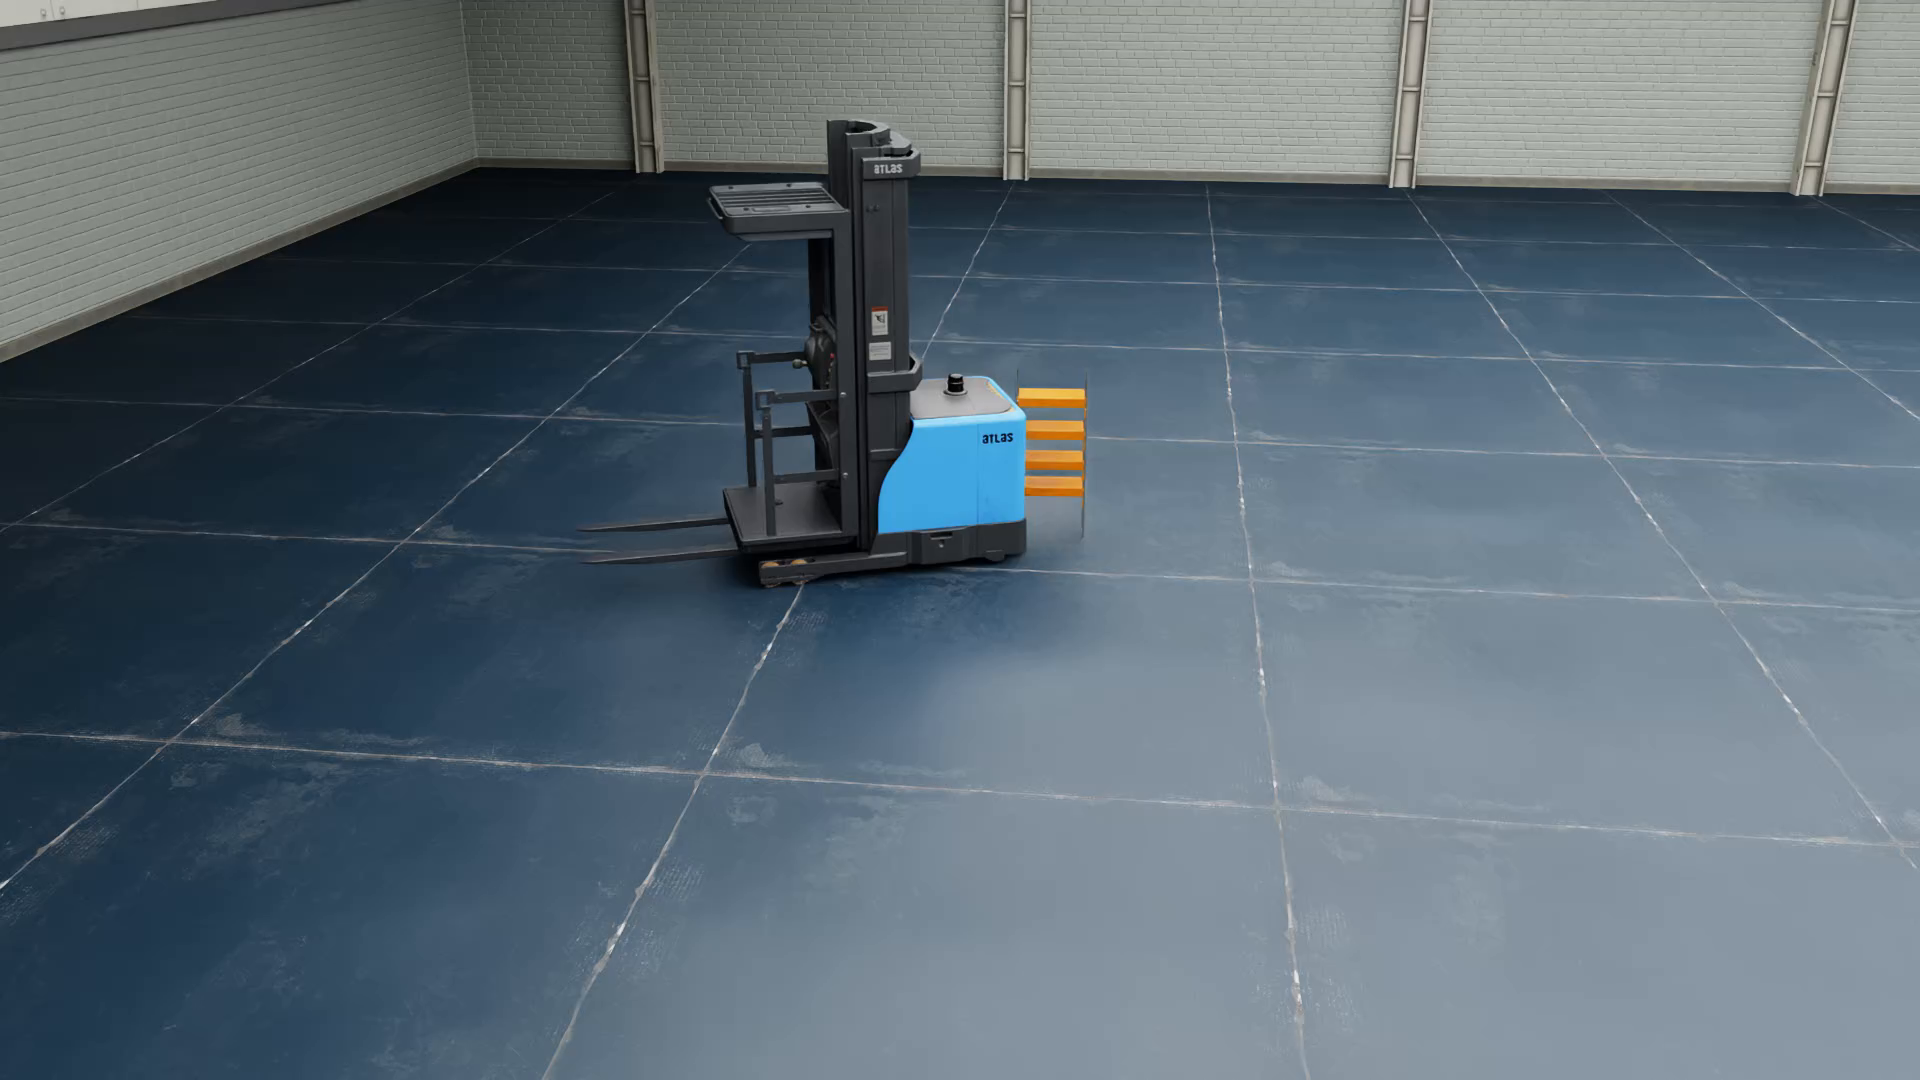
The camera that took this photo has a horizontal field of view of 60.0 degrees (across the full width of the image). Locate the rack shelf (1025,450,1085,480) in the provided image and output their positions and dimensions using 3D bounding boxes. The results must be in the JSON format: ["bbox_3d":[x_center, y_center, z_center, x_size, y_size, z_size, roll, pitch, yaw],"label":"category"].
[{"bbox_3d":[0.643,-0.540,11.856,0.480,0.148,0.258,1,22,2],"label":"rack shelf"}]

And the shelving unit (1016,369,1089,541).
[{"bbox_3d":[0.643,-0.602,11.832,0.503,1.200,0.258,1,22,2],"label":"shelving unit"}]

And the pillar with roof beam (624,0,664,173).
[{"bbox_3d":[-5.567,-8.637,21.546,0.400,9.000,9.100,2,22,6],"label":"pillar with roof beam"}]

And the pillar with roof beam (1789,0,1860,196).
[{"bbox_3d":[12.308,-7.858,19.576,0.400,9.000,9.100,2,22,6],"label":"pillar with roof beam"}]

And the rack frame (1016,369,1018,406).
[{"bbox_3d":[0.399,-0.606,11.842,0.015,1.200,0.240,1,22,2],"label":"rack frame"}]

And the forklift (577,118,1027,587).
[{"bbox_3d":[-1.113,-1.261,11.143,3.031,2.935,1.130,-5,22,-13],"label":"forklift"}]

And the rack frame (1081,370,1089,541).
[{"bbox_3d":[0.887,-0.598,11.821,0.015,1.200,0.240,1,22,2],"label":"rack frame"}]

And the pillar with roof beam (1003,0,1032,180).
[{"bbox_3d":[0.391,-8.377,20.889,0.400,9.000,9.100,2,22,6],"label":"pillar with roof beam"}]

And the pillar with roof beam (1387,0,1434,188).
[{"bbox_3d":[6.350,-8.118,20.233,0.400,9.000,9.100,2,22,6],"label":"pillar with roof beam"}]

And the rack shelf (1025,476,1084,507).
[{"bbox_3d":[0.643,-0.355,11.929,0.480,0.148,0.258,1,22,2],"label":"rack shelf"}]

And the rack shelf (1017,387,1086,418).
[{"bbox_3d":[0.643,-0.968,11.687,0.480,0.148,0.258,1,22,2],"label":"rack shelf"}]

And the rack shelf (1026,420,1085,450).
[{"bbox_3d":[0.643,-0.748,11.774,0.480,0.148,0.258,1,22,2],"label":"rack shelf"}]
